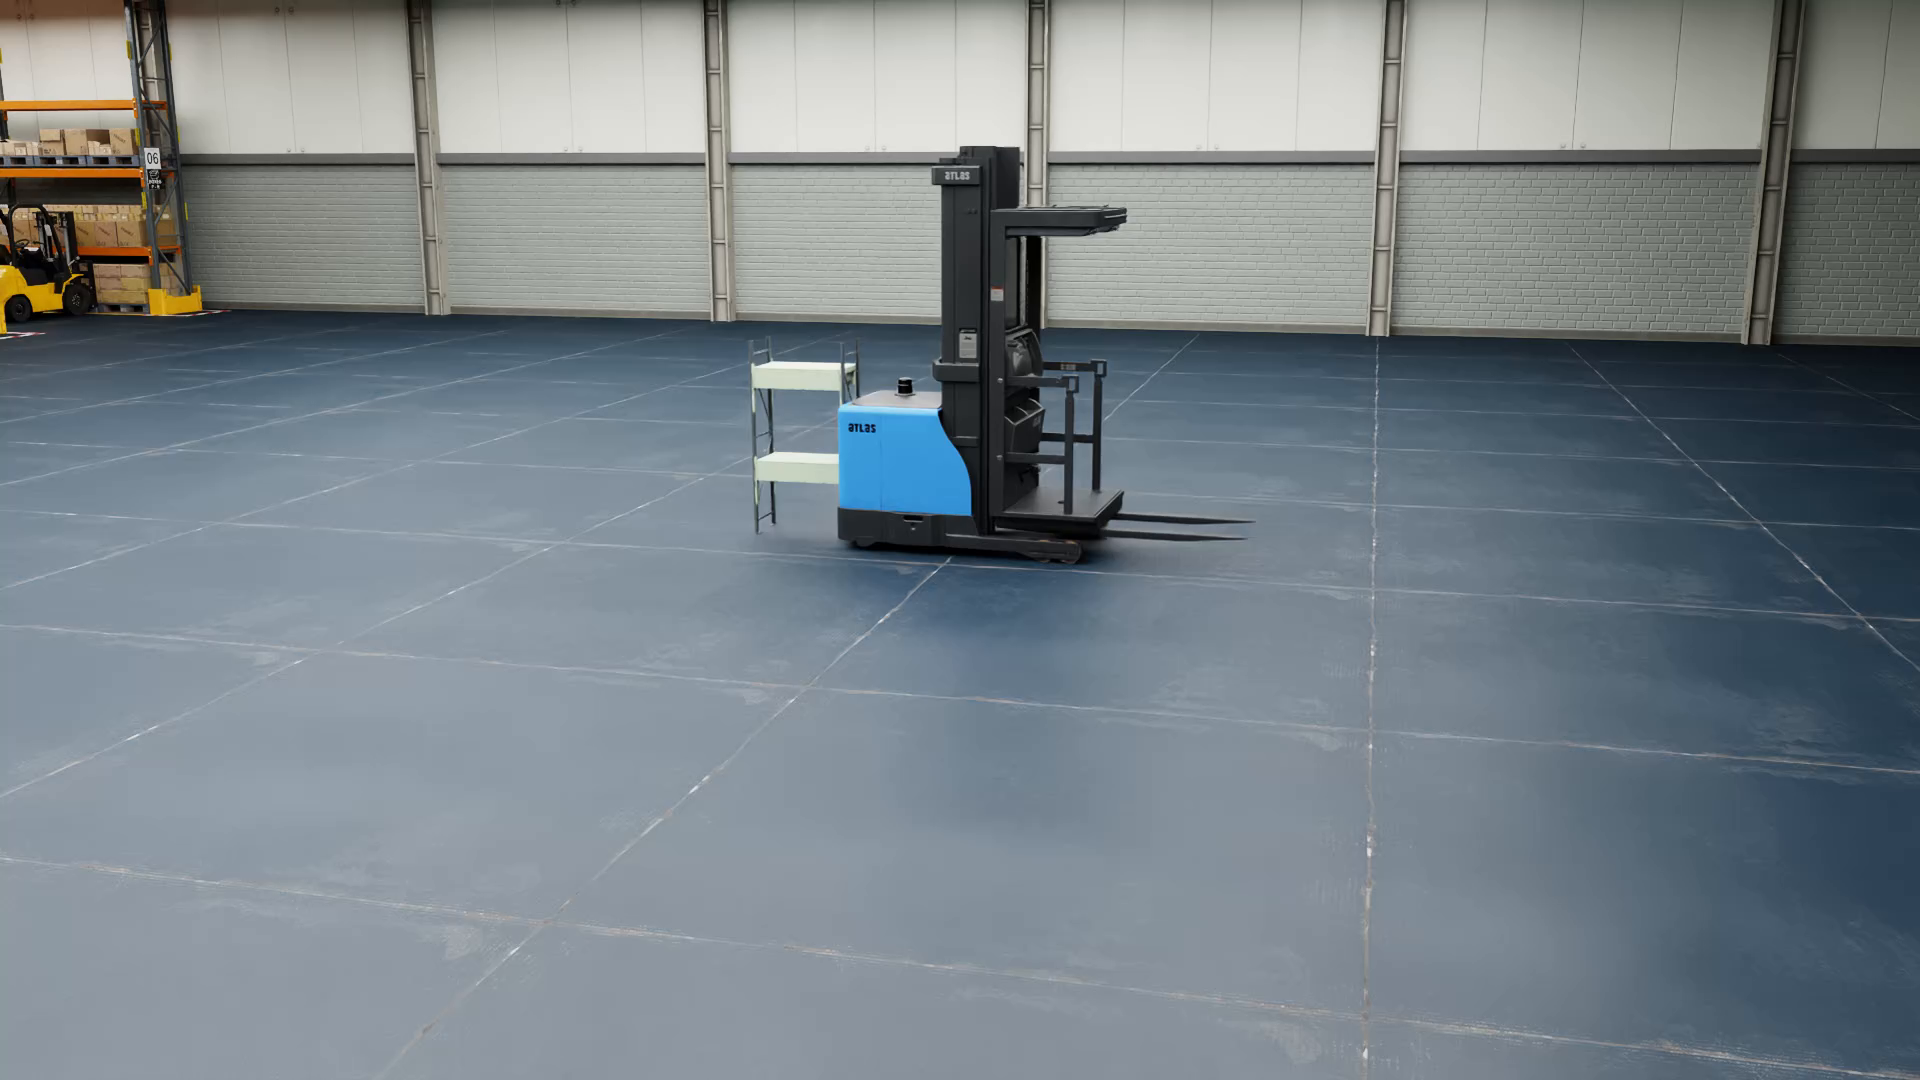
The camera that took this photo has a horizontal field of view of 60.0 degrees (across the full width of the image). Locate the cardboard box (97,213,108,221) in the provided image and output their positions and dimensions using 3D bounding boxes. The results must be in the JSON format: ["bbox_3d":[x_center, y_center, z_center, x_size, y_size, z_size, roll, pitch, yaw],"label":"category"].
[{"bbox_3d":[-16.792,-6.379,32.832,0.250,0.149,0.380,3,13,13],"label":"cardboard box"}]

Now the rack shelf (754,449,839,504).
[{"bbox_3d":[-1.184,-0.483,12.945,0.720,0.370,0.431,3,13,15],"label":"rack shelf"}]

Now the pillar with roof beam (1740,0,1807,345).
[{"bbox_3d":[11.977,-6.698,22.148,0.400,9.000,9.100,3,13,14],"label":"pillar with roof beam"}]

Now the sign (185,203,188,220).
[{"bbox_3d":[-15.519,-6.584,33.301,0.005,0.325,0.100,3,13,14],"label":"sign"}]

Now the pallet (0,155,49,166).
[{"bbox_3d":[-18.707,-7.596,33.324,1.213,0.211,1.003,3,13,14],"label":"pallet"}]

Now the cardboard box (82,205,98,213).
[{"bbox_3d":[-17.067,-6.524,32.798,0.250,0.149,0.380,3,13,15],"label":"cardboard box"}]

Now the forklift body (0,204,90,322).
[{"bbox_3d":[-17.936,-5.306,31.685,1.214,2.155,2.313,3,13,14],"label":"forklift body"}]

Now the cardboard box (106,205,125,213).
[{"bbox_3d":[-16.564,-6.505,32.713,0.250,0.149,0.380,3,13,15],"label":"cardboard box"}]

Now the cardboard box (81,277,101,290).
[{"bbox_3d":[-17.196,-5.123,33.123,0.500,0.250,0.500,3,13,12],"label":"cardboard box"}]

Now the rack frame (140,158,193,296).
[{"bbox_3d":[-15.658,-6.006,32.879,0.127,3.000,1.000,3,13,14],"label":"rack frame"}]

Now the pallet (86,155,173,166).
[{"bbox_3d":[-16.338,-7.469,32.753,1.213,0.211,1.003,3,13,14],"label":"pallet"}]

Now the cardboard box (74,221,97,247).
[{"bbox_3d":[-17.198,-6.080,32.984,0.500,0.500,0.500,3,13,12],"label":"cardboard box"}]

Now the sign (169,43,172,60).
[{"bbox_3d":[-15.519,-9.584,32.635,0.005,0.325,0.100,3,13,14],"label":"sign"}]

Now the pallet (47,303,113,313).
[{"bbox_3d":[-17.591,-4.739,33.607,1.213,0.211,1.003,3,13,14],"label":"pallet"}]

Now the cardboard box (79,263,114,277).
[{"bbox_3d":[-17.169,-5.364,33.057,0.500,0.250,0.500,3,13,14],"label":"cardboard box"}]

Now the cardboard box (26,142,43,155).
[{"bbox_3d":[-18.173,-7.725,32.813,0.258,0.266,0.396,3,13,12],"label":"cardboard box"}]

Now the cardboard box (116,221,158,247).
[{"bbox_3d":[-16.199,-6.025,32.734,0.500,0.500,0.500,3,13,12],"label":"cardboard box"}]

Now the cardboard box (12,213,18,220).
[{"bbox_3d":[-18.784,-6.486,33.316,0.250,0.149,0.380,3,13,13],"label":"cardboard box"}]

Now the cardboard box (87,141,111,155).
[{"bbox_3d":[-16.781,-7.651,32.477,0.258,0.266,0.396,3,13,14],"label":"cardboard box"}]

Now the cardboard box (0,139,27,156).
[{"bbox_3d":[-18.792,-7.794,33.017,0.500,0.311,0.500,3,13,15],"label":"cardboard box"}]

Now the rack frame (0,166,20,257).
[{"bbox_3d":[-19.541,-6.213,33.814,0.127,3.000,1.000,3,13,14],"label":"rack frame"}]

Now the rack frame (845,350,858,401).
[{"bbox_3d":[-0.831,-0.784,12.785,0.010,1.308,0.380,3,13,15],"label":"rack frame"}]

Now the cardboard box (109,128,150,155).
[{"bbox_3d":[-16.146,-7.745,32.359,0.500,0.500,0.500,3,13,15],"label":"cardboard box"}]

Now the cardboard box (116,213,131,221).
[{"bbox_3d":[-18.208,-5.710,30.971,3.004,0.649,4.768,3,13,14],"label":"cardboard box"}]

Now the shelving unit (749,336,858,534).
[{"bbox_3d":[-1.189,-0.802,12.876,0.748,1.500,0.431,3,13,15],"label":"shelving unit"}]

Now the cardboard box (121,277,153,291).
[{"bbox_3d":[-16.205,-5.072,32.894,0.500,0.250,0.500,3,13,13],"label":"cardboard box"}]

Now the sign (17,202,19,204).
[{"bbox_3d":[-19.410,-6.792,34.238,0.005,0.325,0.100,3,13,14],"label":"sign"}]

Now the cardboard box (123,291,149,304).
[{"bbox_3d":[-16.190,-4.826,32.941,0.500,0.250,0.500,3,13,14],"label":"cardboard box"}]

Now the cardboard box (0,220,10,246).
[{"bbox_3d":[-19.173,-6.184,33.452,0.500,0.500,0.500,3,13,12],"label":"cardboard box"}]

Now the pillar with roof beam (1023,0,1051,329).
[{"bbox_3d":[0.326,-7.321,24.955,0.400,9.000,9.100,3,13,14],"label":"pillar with roof beam"}]

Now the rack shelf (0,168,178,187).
[{"bbox_3d":[-23.379,-6.942,34.623,15.904,1.578,1.077,3,13,14],"label":"rack shelf"}]

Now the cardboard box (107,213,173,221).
[{"bbox_3d":[-16.244,-6.403,32.941,0.794,0.149,0.880,3,13,12],"label":"cardboard box"}]

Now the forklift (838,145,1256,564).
[{"bbox_3d":[0.659,-1.383,12.203,3.031,2.935,1.130,4,13,16],"label":"forklift"}]

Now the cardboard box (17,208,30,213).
[{"bbox_3d":[-18.552,-6.604,33.161,0.250,0.149,0.380,3,13,15],"label":"cardboard box"}]

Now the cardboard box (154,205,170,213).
[{"bbox_3d":[-15.933,-6.579,33.046,0.250,0.149,0.380,3,13,12],"label":"cardboard box"}]

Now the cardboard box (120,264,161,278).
[{"bbox_3d":[-16.180,-5.315,32.835,0.500,0.250,0.500,4,13,15],"label":"cardboard box"}]

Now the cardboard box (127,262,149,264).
[{"bbox_3d":[-16.565,-5.447,33.428,0.500,0.250,0.500,3,13,14],"label":"cardboard box"}]

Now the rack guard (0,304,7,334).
[{"bbox_3d":[-16.917,-3.746,28.462,0.348,0.500,1.175,3,13,14],"label":"rack guard"}]

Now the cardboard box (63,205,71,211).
[{"bbox_3d":[-17.547,-6.569,33.003,0.250,0.149,0.380,3,13,14],"label":"cardboard box"}]

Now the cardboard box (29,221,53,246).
[{"bbox_3d":[-18.172,-6.135,33.229,0.500,0.500,0.500,3,13,13],"label":"cardboard box"}]
